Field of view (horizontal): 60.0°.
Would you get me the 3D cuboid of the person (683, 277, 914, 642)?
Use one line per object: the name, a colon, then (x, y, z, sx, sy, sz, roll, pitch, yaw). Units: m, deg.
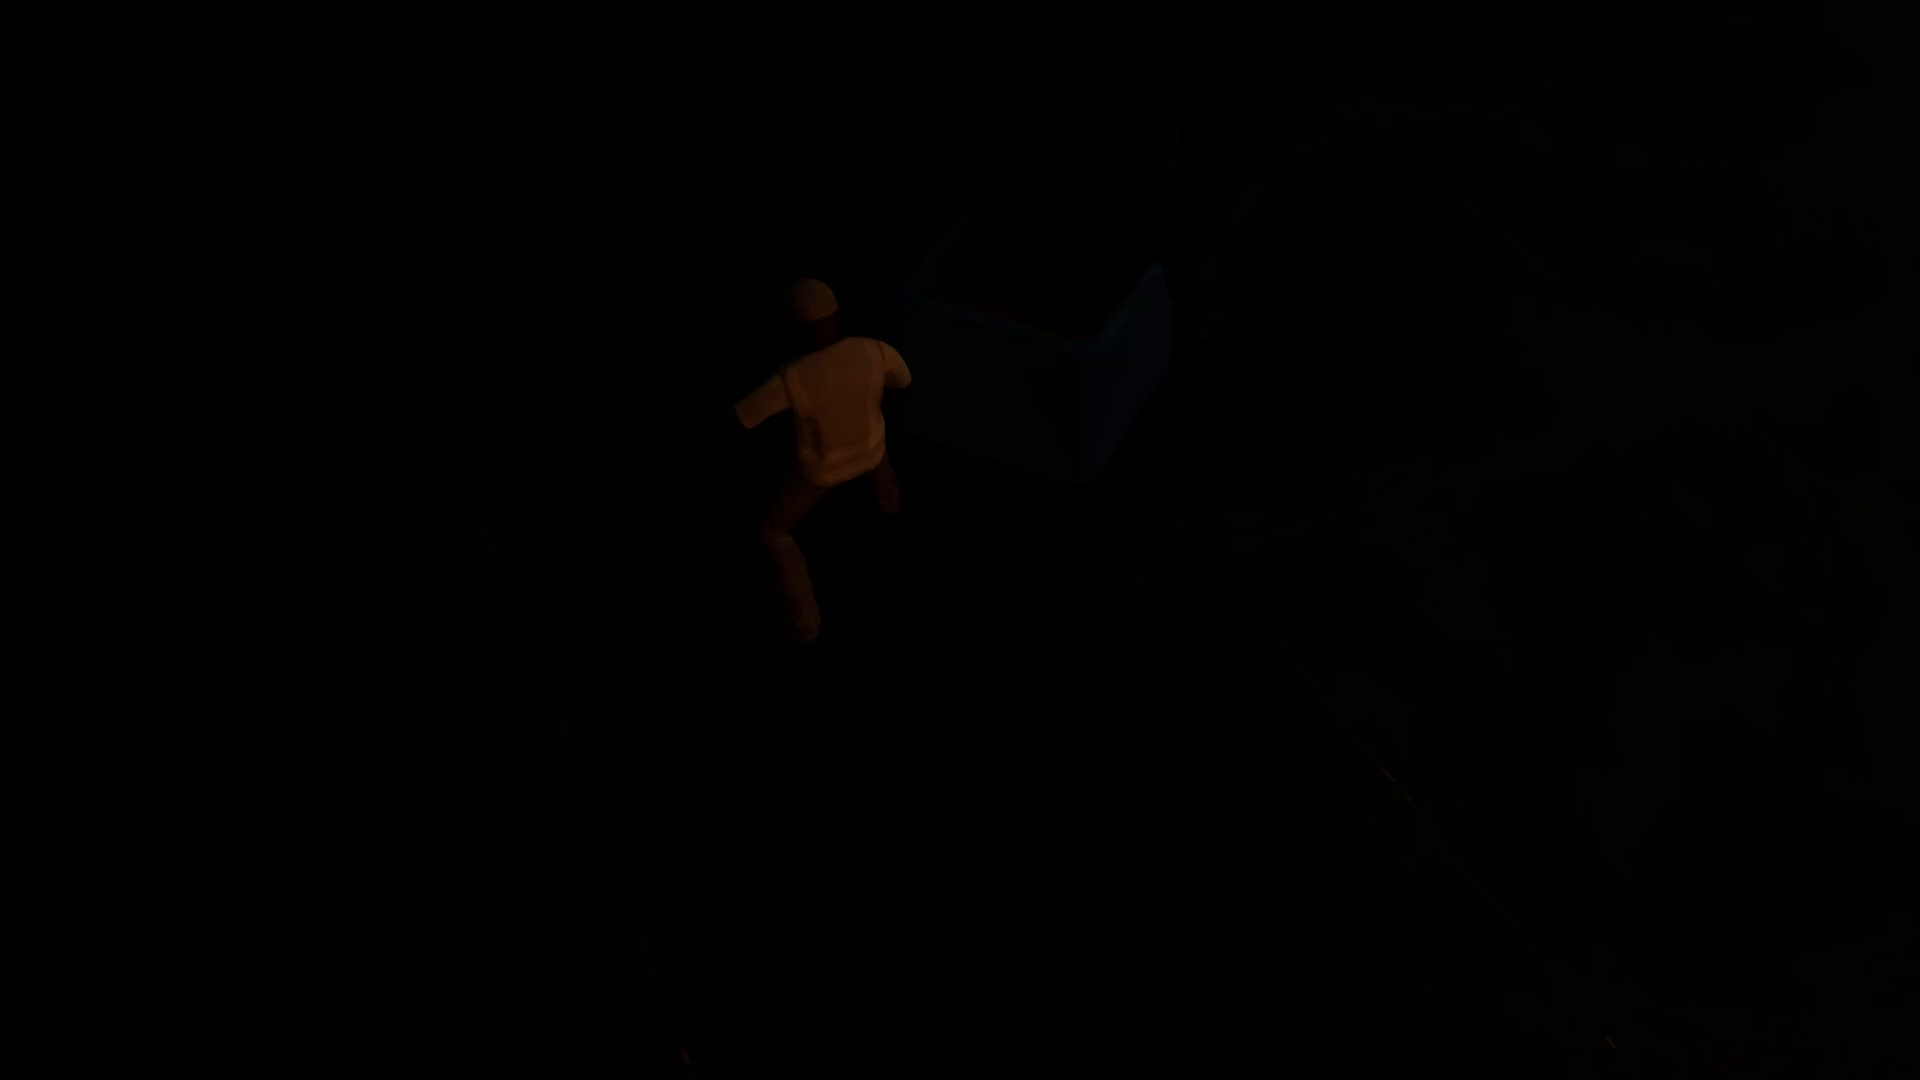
person: (-0.635, -0.454, 7.173, 1.036, 1.621, 0.863, -20, 47, -20)

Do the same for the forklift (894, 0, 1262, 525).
forklift: (0.794, -2.146, 7.980, 1.130, 2.935, 3.031, 19, 46, 19)
